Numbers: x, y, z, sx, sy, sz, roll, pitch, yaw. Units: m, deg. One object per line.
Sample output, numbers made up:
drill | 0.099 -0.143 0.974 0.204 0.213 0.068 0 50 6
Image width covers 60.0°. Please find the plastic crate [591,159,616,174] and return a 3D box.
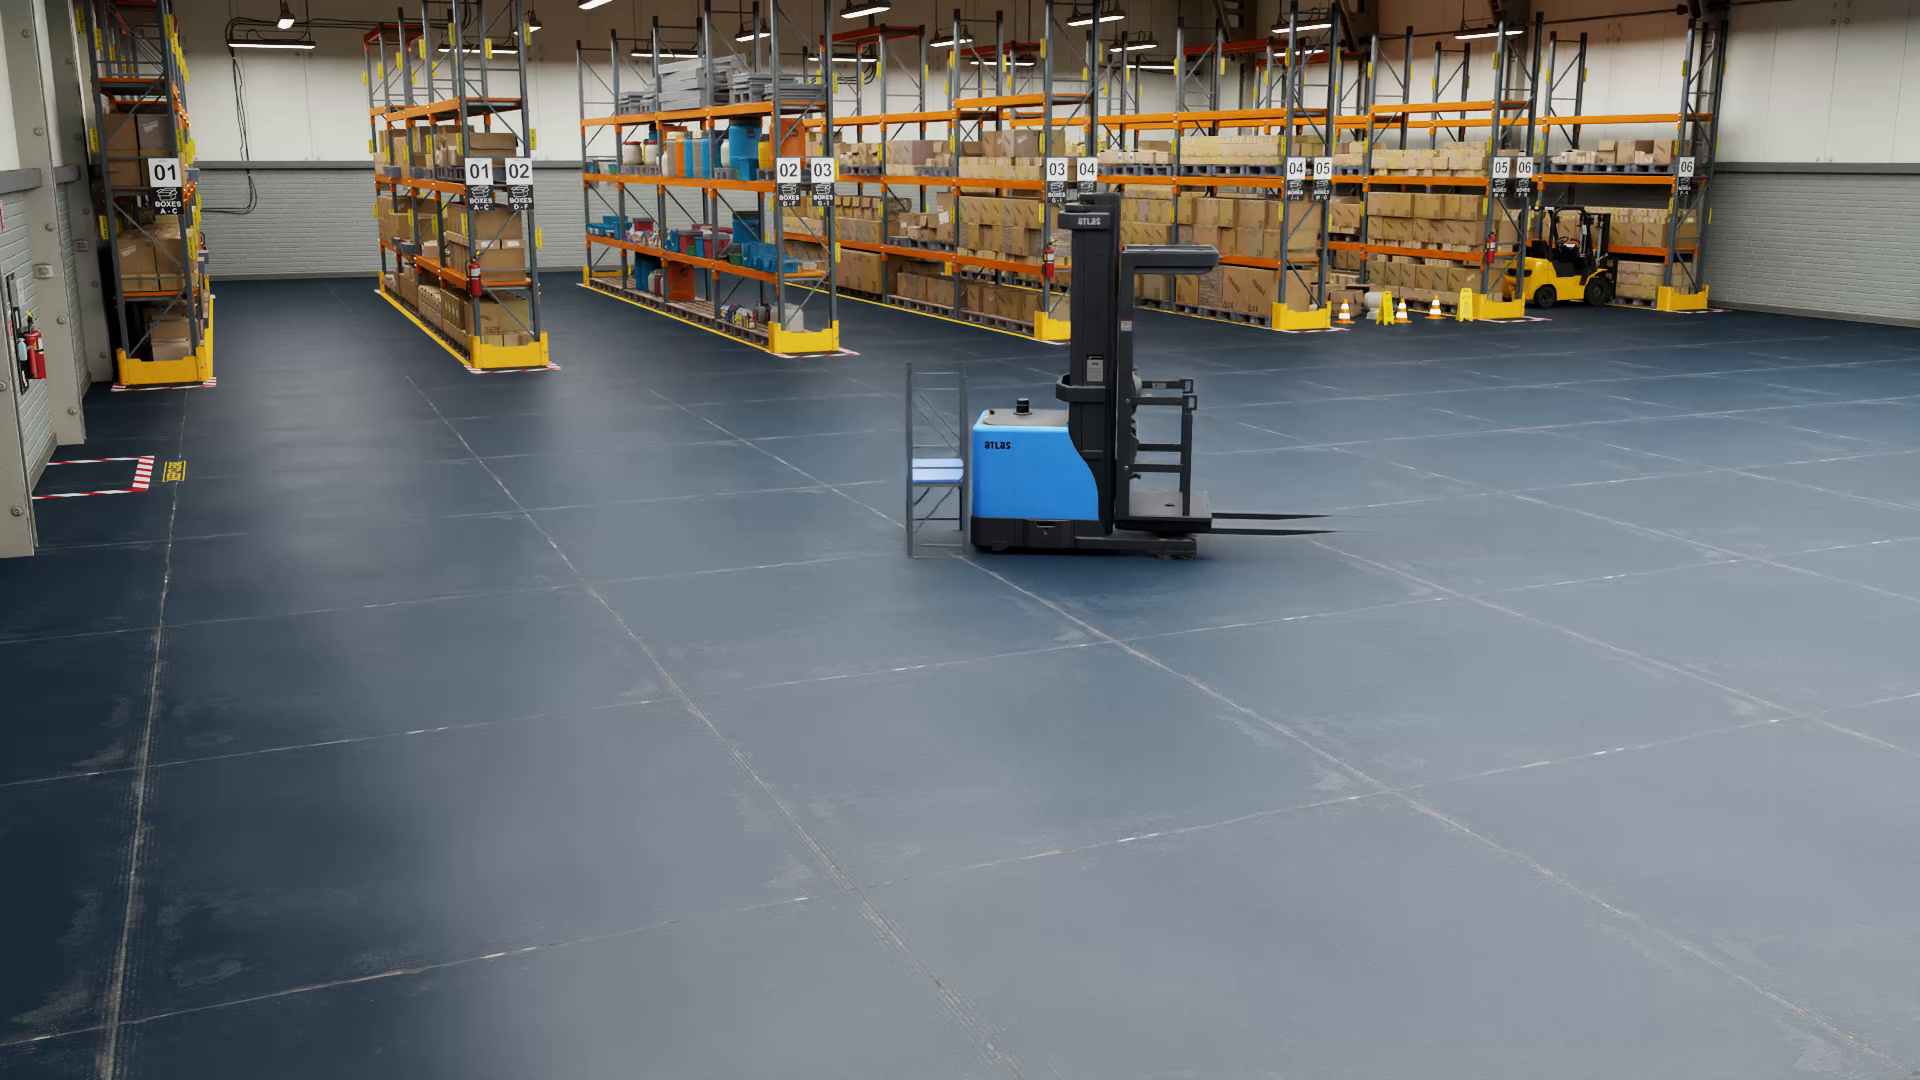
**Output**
plastic crate | -8.626 -9.064 40.366 0.504 0.338 0.767 -6 14 -23

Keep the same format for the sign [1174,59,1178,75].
sign | 4.452 -9.734 34.222 0.100 0.325 0.005 -6 14 -23

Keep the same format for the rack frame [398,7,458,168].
rack frame | -10.321 -8.797 32.421 1.000 3.000 0.127 -6 14 -23

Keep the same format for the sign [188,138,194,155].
sign | -15.968 -8.170 34.520 0.100 0.325 0.005 -6 14 -23

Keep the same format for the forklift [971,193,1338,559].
forklift | 1.641 -1.395 13.897 3.031 2.935 1.130 1 13 6

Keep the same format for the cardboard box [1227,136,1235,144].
cardboard box | 5.490 -7.877 32.736 0.380 0.149 0.250 -6 14 -23

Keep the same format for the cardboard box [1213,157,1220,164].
cardboard box | 5.291 -7.592 33.273 0.380 0.149 0.250 -6 14 -23

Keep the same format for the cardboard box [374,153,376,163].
cardboard box | -13.559 -9.029 39.301 0.500 0.250 0.500 -6 14 -23

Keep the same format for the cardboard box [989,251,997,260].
cardboard box | 0.783 -5.439 31.775 0.380 0.149 0.250 -6 14 -23

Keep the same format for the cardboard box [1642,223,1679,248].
cardboard box | 15.150 -6.586 35.952 0.500 0.500 0.500 -6 14 -24

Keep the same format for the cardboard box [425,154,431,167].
cardboard box | -10.088 -7.378 32.346 0.500 0.250 0.500 -7 15 -27

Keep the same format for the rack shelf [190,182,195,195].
rack shelf | -15.660 -6.950 32.689 1.077 0.370 4.000 -6 14 -23

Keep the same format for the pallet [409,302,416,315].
pallet | -11.071 -4.925 35.181 1.003 0.211 1.213 -6 14 -23

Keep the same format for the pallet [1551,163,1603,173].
pallet | 14.351 -8.530 38.118 1.003 0.211 1.213 -6 14 -23

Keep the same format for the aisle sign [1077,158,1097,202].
aisle sign | 2.261 -6.396 29.588 0.394 0.787 0.004 -6 14 -23

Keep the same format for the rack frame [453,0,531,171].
rack frame | -7.117 -7.144 25.280 1.000 3.000 0.127 -6 14 -23

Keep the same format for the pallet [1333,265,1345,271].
pallet | 10.507 -7.722 47.267 1.003 0.211 1.213 -6 14 -23

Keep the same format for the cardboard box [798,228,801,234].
cardboard box | -3.884 -7.824 42.078 0.380 0.149 0.250 -5 14 -22

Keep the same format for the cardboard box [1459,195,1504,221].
cardboard box | 10.637 -6.777 33.900 0.700 0.500 0.500 -6 14 -24

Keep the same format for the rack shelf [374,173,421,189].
rack shelf | -12.725 -8.225 38.197 1.077 0.370 4.000 -6 14 -23

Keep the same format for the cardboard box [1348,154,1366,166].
cardboard box | 9.073 -8.537 37.353 0.500 0.250 0.500 -6 14 -24

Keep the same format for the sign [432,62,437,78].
sign | -11.418 -10.207 36.090 0.100 0.325 0.005 -6 14 -23

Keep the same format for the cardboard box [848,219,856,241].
cardboard box | -2.276 -7.212 38.657 0.500 0.500 0.500 -5 14 -22

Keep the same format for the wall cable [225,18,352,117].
wall cable | -17.523 -12.394 43.651 3.097 2.526 0.112 -6 14 -23

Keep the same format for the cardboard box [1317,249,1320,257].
cardboard box | 10.060 -8.222 47.856 0.700 0.500 0.500 -6 14 -25

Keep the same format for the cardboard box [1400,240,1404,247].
cardboard box | 9.757 -6.414 35.989 0.380 0.149 0.250 -6 14 -23

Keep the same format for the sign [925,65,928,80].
sign | -0.750 -10.235 36.390 0.100 0.325 0.005 -6 14 -23

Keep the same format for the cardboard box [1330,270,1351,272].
cardboard box | 8.656 -6.161 39.234 0.950 0.372 0.625 -5 14 -21

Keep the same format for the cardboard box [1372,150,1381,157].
cardboard box | 9.266 -8.470 36.449 0.380 0.149 0.250 -6 14 -24

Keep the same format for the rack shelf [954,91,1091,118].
rack shelf | 1.160 -8.099 31.009 1.077 0.370 4.000 -6 14 -23

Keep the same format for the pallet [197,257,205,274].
pallet | -13.429 -4.677 28.351 1.003 0.211 1.213 -6 14 -23

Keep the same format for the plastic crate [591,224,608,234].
plastic crate | -8.925 -7.704 41.244 0.416 0.233 0.300 -6 14 -23

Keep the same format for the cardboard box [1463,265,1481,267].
cardboard box | 10.748 -5.545 35.179 0.500 0.500 0.500 -6 14 -25

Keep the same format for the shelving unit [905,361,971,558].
shelving unit | -0.196 -0.699 14.065 0.538 1.500 1.048 0 13 -2

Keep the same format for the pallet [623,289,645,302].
pallet | -7.113 -5.625 38.207 1.003 0.211 1.213 -6 14 -23

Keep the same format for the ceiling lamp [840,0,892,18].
ceiling lamp | -1.561 -11.486 31.094 0.800 3.185 2.000 -6 14 -23

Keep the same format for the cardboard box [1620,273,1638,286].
cardboard box | 14.916 -5.745 36.598 0.500 0.250 0.500 -6 14 -24

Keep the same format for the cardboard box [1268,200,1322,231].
cardboard box | 6.433 -6.222 31.872 0.875 0.550 0.550 -6 14 -23

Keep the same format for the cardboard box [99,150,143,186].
cardboard box | -12.053 -5.356 23.942 0.500 0.500 0.500 -5 14 -19

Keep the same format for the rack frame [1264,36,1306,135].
rack frame | 7.837 -10.586 40.151 1.000 3.000 0.127 -6 14 -23

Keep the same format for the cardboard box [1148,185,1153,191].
cardboard box | 5.366 -9.646 45.518 0.380 0.149 0.250 -6 14 -24

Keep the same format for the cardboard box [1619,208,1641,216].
cardboard box | 14.757 -7.226 36.618 0.380 0.149 0.250 -5 14 -22

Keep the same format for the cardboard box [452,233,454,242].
cardboard box | -8.477 -5.180 28.440 0.380 0.149 0.250 -6 14 -23

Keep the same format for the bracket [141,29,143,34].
bracket | -20.728 -12.842 41.917 0.235 0.232 0.430 -6 14 -23

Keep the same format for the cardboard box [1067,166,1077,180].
cardboard box | 2.005 -6.626 30.029 0.500 0.250 0.500 -5 14 -21

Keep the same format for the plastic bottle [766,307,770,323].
plastic bottle | -3.534 -4.157 30.728 0.061 0.283 0.133 -6 14 -23

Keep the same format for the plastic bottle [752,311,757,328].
plastic bottle | -3.693 -3.963 29.889 0.061 0.283 0.133 -6 14 -23

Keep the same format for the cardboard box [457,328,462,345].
cardboard box | -8.016 -3.376 27.470 0.500 0.250 0.500 -6 14 -23

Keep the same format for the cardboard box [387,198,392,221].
cardboard box | -12.571 -7.423 37.351 0.500 0.500 0.500 -6 14 -24

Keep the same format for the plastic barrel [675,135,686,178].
plastic barrel | -5.389 -7.667 33.239 0.600 0.830 0.708 -6 14 -23

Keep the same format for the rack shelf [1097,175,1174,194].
rack shelf | 4.143 -7.893 36.763 1.077 0.370 4.000 -6 14 -23

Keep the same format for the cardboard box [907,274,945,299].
cardboard box | -0.723 -5.515 36.112 0.700 0.500 0.500 -7 15 -28

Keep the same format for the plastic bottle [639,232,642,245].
plastic bottle | -7.062 -6.689 36.903 0.097 0.271 0.097 0 13 0

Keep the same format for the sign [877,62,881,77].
sign | -1.750 -10.172 35.941 0.100 0.325 0.005 -6 14 -23
